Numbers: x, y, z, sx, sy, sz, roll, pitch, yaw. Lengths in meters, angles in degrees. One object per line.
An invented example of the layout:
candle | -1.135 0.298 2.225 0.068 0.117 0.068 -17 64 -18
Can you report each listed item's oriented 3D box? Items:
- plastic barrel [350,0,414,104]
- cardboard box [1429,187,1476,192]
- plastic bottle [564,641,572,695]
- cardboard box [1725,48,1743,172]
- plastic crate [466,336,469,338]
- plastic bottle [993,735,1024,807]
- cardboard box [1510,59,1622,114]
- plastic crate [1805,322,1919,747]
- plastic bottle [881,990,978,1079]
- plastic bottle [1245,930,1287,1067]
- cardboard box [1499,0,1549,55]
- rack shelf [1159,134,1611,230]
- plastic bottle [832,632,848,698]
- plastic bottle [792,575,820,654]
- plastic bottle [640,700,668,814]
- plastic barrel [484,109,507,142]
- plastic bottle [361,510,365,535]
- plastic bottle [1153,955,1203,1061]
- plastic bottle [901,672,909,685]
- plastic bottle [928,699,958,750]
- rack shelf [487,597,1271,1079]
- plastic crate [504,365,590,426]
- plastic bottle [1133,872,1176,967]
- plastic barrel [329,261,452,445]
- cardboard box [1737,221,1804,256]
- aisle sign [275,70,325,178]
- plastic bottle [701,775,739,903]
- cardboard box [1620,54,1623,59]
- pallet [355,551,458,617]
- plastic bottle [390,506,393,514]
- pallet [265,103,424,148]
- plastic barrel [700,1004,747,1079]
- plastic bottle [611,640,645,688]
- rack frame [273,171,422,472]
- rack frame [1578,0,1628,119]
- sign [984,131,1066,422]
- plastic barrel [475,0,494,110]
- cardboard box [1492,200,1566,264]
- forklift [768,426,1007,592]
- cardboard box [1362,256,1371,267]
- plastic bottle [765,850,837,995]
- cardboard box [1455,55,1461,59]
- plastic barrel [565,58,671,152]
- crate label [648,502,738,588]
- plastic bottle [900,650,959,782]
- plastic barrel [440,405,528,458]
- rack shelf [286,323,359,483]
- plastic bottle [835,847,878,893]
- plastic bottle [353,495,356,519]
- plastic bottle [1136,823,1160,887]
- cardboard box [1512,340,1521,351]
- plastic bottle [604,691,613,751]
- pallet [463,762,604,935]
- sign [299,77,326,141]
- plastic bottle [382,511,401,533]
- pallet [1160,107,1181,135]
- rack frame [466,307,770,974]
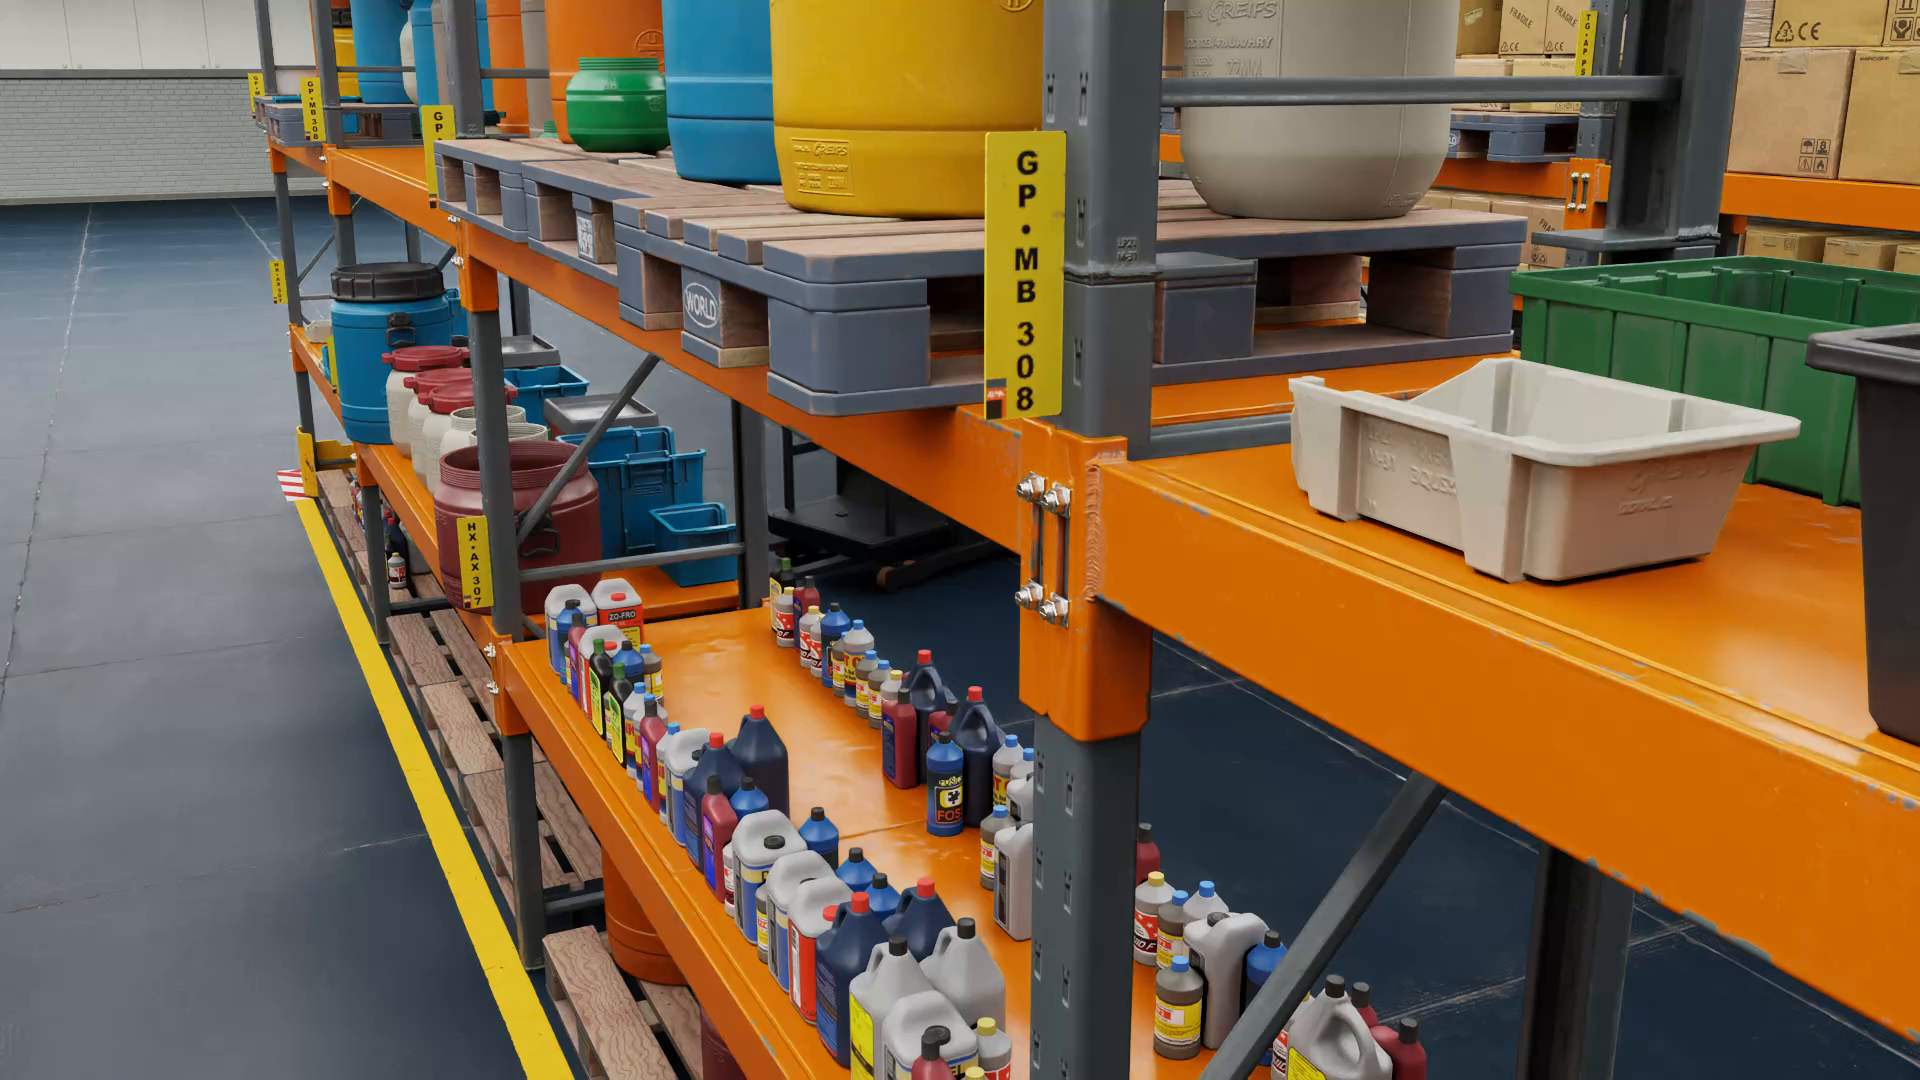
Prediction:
plastic barrel | -3.275 -3.048 9.825 0.600 0.901 0.708 -8 18 -25
cardboard box | 4.827 -3.173 16.247 0.500 0.500 0.500 -7 18 -24
plastic bottle | -1.215 0.386 5.326 0.097 0.201 0.097 0 16 0
cardboard box | 3.493 -1.895 7.297 0.910 0.500 0.500 -8 18 -25
plastic crate | -3.276 -1.172 10.782 0.450 0.188 0.662 -8 18 -25
plastic bottle | 0.133 0.638 4.323 0.097 0.271 0.097 0 16 0
cardboard box | 3.022 -2.187 8.005 0.500 0.250 0.500 -9 18 -29
plastic crate | 0.867 0.042 0.964 0.497 0.269 0.590 -8 18 -25
plastic bottle | -0.054 0.991 3.086 0.152 0.276 0.135 -8 18 -25
plastic bottle | 0.624 0.916 3.354 0.097 0.271 0.097 0 16 0
cardboard box | 5.019 -4.435 14.299 0.500 0.500 0.500 -8 18 -27
rack shelf | 2.395 -2.101 9.501 1.077 0.370 4.000 -8 18 -25
plastic bottle | -0.359 0.393 5.303 0.097 0.201 0.097 0 16 0
plastic bottle | -0.521 0.250 5.652 0.061 0.283 0.133 -8 18 -25
plastic bottle | -0.819 0.583 4.493 0.061 0.283 0.133 -8 18 -25
plastic barrel | -1.950 -1.574 6.611 0.301 0.262 0.301 0 16 0
plastic bottle | -3.936 -0.140 11.077 0.097 0.201 0.097 0 16 0
plastic bottle | 0.445 0.944 3.384 0.097 0.201 0.097 0 16 0
plastic bottle | -0.122 0.477 4.863 0.061 0.283 0.133 -8 18 -25
plastic bottle | -0.037 0.563 4.563 0.061 0.283 0.133 -8 18 -25
rack shelf | -0.307 0.930 4.376 1.077 0.370 4.000 -8 18 -25
plastic crate | -2.173 -0.660 8.641 0.392 0.384 0.575 -8 18 -25
plastic bottle | 0.437 0.844 3.732 0.097 0.201 0.097 0 16 0
plastic barrel | -3.039 -1.012 8.931 0.600 0.901 0.708 -8 18 -25
cardboard box | 6.163 -2.230 13.104 0.700 0.500 0.500 -8 18 -25
aisle sign | -4.983 -3.127 12.497 0.394 0.787 0.004 -8 18 -25
plastic bottle | -0.578 0.719 4.018 0.061 0.283 0.133 -8 18 -25
cardboard box | 5.526 -3.696 13.537 0.500 0.500 0.500 -7 17 -23
pallet | -3.192 0.265 10.444 1.003 0.211 1.213 -8 18 -25
plastic bottle | -3.674 -0.116 10.842 0.061 0.283 0.133 -8 18 -25
pallet | -3.339 -2.422 9.656 1.213 0.211 1.003 -8 18 -25
plastic barrel | -0.459 1.445 4.888 0.600 0.588 0.708 -8 18 -25
plastic bottle | -1.001 0.436 5.027 0.097 0.271 0.097 0 16 0
rack frame | -4.688 -1.895 12.917 1.000 3.000 0.127 -8 18 -25
rack frame | 3.271 -3.393 7.260 1.000 3.000 0.127 -8 18 -25
sign | 0.074 -0.300 1.904 0.100 0.325 0.005 -8 18 -25
plastic barrel | -1.945 -2.162 7.500 0.600 0.901 0.708 -8 18 -25
cardboard box | 5.050 -2.728 14.694 0.500 0.500 0.500 -8 18 -26
forklift | -0.609 -1.234 10.738 1.130 2.935 3.031 15 22 42
cardboard box | 4.146 -2.871 16.552 0.500 0.250 0.500 -8 18 -27
plastic bottle | -0.334 0.832 3.638 0.152 0.276 0.135 -8 18 -25
cardboard box | 4.574 -4.213 15.339 0.500 0.500 0.500 -7 17 -22
plastic barrel | -0.926 -1.190 4.542 0.294 0.245 0.294 0 16 0
crate label | -1.031 0.019 6.550 0.303 0.233 0.416 -8 18 -25
plastic bottle | -0.089 0.489 4.699 0.144 0.351 0.185 -8 18 -25
plastic barrel | -2.010 -0.299 7.152 0.421 0.512 0.421 0 16 0
rack shelf | -3.812 -1.054 11.288 1.077 0.370 4.000 -8 18 -25
plastic bottle | -0.230 0.815 3.707 0.097 0.271 0.097 0 16 0
plastic bottle | -4.128 -0.249 11.455 0.097 0.201 0.097 0 16 0
plastic bottle | 0.403 0.774 3.829 0.061 0.283 0.133 -8 18 -25
cardboard box | 4.966 -1.591 15.590 0.700 0.500 0.500 -9 18 -28
plastic bottle | -0.997 0.510 4.895 0.097 0.201 0.097 0 16 0
pallet | -1.488 1.232 7.075 1.003 0.211 1.213 -8 18 -25
sign | -3.435 -2.286 8.824 0.100 0.325 0.005 -8 18 -25
plastic bottle | -3.561 -0.014 10.367 0.144 0.351 0.185 -9 18 -28
pallet | 1.917 -2.634 10.400 0.805 0.209 1.217 -8 18 -27
rack frame | -1.183 0.088 6.005 1.000 3.000 0.127 -8 18 -25
